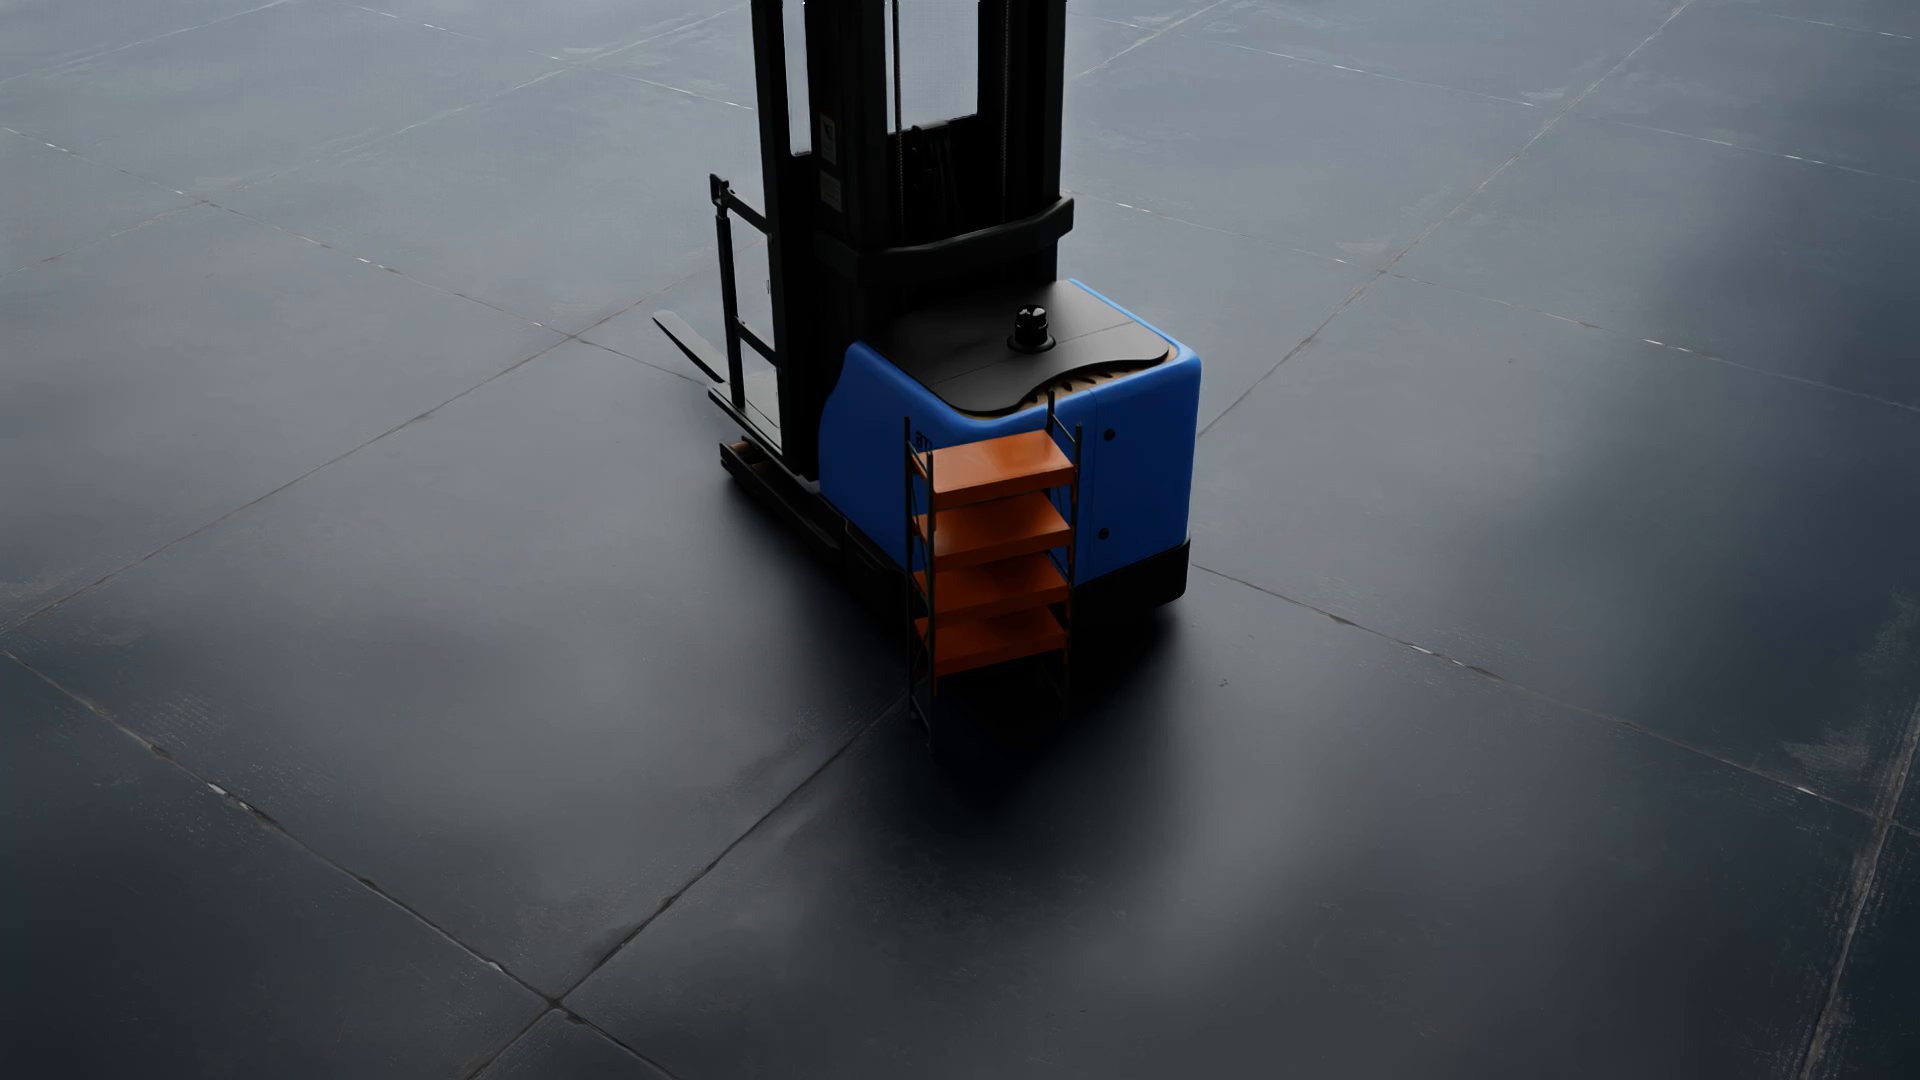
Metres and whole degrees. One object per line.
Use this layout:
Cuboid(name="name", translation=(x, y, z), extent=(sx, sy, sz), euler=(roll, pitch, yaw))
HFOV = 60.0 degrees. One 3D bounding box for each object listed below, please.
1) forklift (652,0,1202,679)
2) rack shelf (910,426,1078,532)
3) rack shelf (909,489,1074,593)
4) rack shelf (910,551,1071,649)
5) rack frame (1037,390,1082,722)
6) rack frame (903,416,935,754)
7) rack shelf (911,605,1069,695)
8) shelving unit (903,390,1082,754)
Cuboid(name="forklift", translation=(-0.365, -1.510, 6.366), extent=(1.130, 2.935, 3.031), euler=(-20, 39, -27))
Cuboid(name="rack shelf", translation=(0.100, -0.198, 5.267), extent=(0.480, 0.148, 0.258), euler=(-12, 36, -17))
Cuboid(name="rack shelf", translation=(0.099, -0.004, 5.402), extent=(0.480, 0.148, 0.258), euler=(-12, 36, -17))
Cuboid(name="rack shelf", translation=(0.098, 0.180, 5.529), extent=(0.480, 0.148, 0.258), euler=(-12, 36, -17))
Cuboid(name="rack frame", translation=(0.327, 0.078, 5.561), extent=(0.015, 1.200, 0.240), euler=(-12, 36, -17))
Cuboid(name="rack frame", translation=(-0.130, 0.172, 5.421), extent=(0.015, 1.200, 0.240), euler=(-12, 36, -17))
Cuboid(name="rack shelf", translation=(0.097, 0.343, 5.643), extent=(0.480, 0.148, 0.258), euler=(-12, 36, -17))
Cuboid(name="shelving unit", translation=(0.099, 0.125, 5.491), extent=(0.503, 1.200, 0.258), euler=(-12, 36, -17))
